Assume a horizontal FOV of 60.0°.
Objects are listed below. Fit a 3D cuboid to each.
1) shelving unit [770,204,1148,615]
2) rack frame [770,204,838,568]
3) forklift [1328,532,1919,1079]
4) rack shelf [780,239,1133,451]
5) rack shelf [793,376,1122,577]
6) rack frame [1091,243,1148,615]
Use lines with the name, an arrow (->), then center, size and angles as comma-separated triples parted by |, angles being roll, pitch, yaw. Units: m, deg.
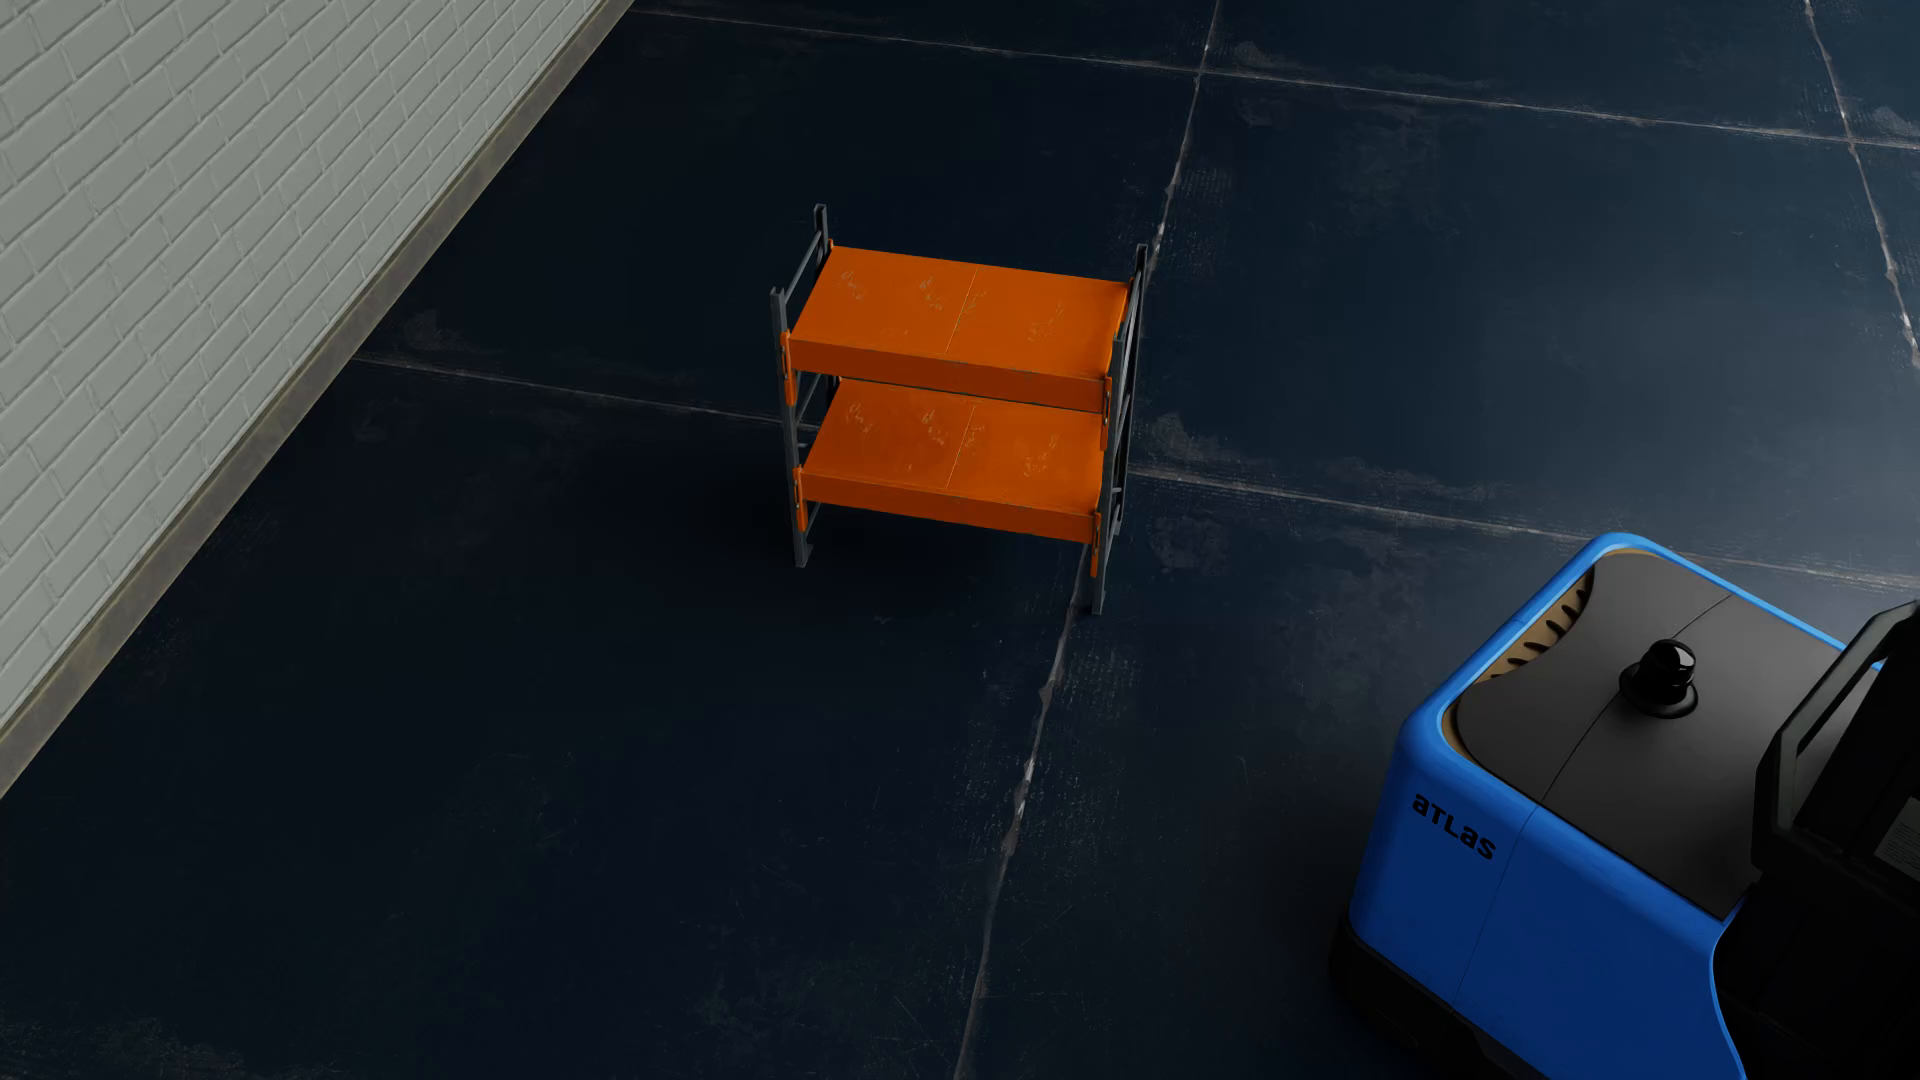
shelving unit -> 0.007, -0.404, 5.359 | 1.048, 1.125, 0.538 | 9, 45, 9
rack frame -> -0.489, -0.481, 5.439 | 0.032, 1.125, 0.500 | 9, 45, 9
forklift -> 2.385, 0.630, 2.982 | 3.031, 2.935, 1.130 | 35, 54, 31
rack shelf -> 0.007, -0.615, 5.156 | 1.000, 0.278, 0.538 | 9, 45, 9
rack shelf -> 0.007, -0.228, 5.528 | 1.000, 0.278, 0.538 | 9, 45, 9
rack frame -> 0.503, -0.327, 5.279 | 0.032, 1.125, 0.500 | 9, 45, 9
